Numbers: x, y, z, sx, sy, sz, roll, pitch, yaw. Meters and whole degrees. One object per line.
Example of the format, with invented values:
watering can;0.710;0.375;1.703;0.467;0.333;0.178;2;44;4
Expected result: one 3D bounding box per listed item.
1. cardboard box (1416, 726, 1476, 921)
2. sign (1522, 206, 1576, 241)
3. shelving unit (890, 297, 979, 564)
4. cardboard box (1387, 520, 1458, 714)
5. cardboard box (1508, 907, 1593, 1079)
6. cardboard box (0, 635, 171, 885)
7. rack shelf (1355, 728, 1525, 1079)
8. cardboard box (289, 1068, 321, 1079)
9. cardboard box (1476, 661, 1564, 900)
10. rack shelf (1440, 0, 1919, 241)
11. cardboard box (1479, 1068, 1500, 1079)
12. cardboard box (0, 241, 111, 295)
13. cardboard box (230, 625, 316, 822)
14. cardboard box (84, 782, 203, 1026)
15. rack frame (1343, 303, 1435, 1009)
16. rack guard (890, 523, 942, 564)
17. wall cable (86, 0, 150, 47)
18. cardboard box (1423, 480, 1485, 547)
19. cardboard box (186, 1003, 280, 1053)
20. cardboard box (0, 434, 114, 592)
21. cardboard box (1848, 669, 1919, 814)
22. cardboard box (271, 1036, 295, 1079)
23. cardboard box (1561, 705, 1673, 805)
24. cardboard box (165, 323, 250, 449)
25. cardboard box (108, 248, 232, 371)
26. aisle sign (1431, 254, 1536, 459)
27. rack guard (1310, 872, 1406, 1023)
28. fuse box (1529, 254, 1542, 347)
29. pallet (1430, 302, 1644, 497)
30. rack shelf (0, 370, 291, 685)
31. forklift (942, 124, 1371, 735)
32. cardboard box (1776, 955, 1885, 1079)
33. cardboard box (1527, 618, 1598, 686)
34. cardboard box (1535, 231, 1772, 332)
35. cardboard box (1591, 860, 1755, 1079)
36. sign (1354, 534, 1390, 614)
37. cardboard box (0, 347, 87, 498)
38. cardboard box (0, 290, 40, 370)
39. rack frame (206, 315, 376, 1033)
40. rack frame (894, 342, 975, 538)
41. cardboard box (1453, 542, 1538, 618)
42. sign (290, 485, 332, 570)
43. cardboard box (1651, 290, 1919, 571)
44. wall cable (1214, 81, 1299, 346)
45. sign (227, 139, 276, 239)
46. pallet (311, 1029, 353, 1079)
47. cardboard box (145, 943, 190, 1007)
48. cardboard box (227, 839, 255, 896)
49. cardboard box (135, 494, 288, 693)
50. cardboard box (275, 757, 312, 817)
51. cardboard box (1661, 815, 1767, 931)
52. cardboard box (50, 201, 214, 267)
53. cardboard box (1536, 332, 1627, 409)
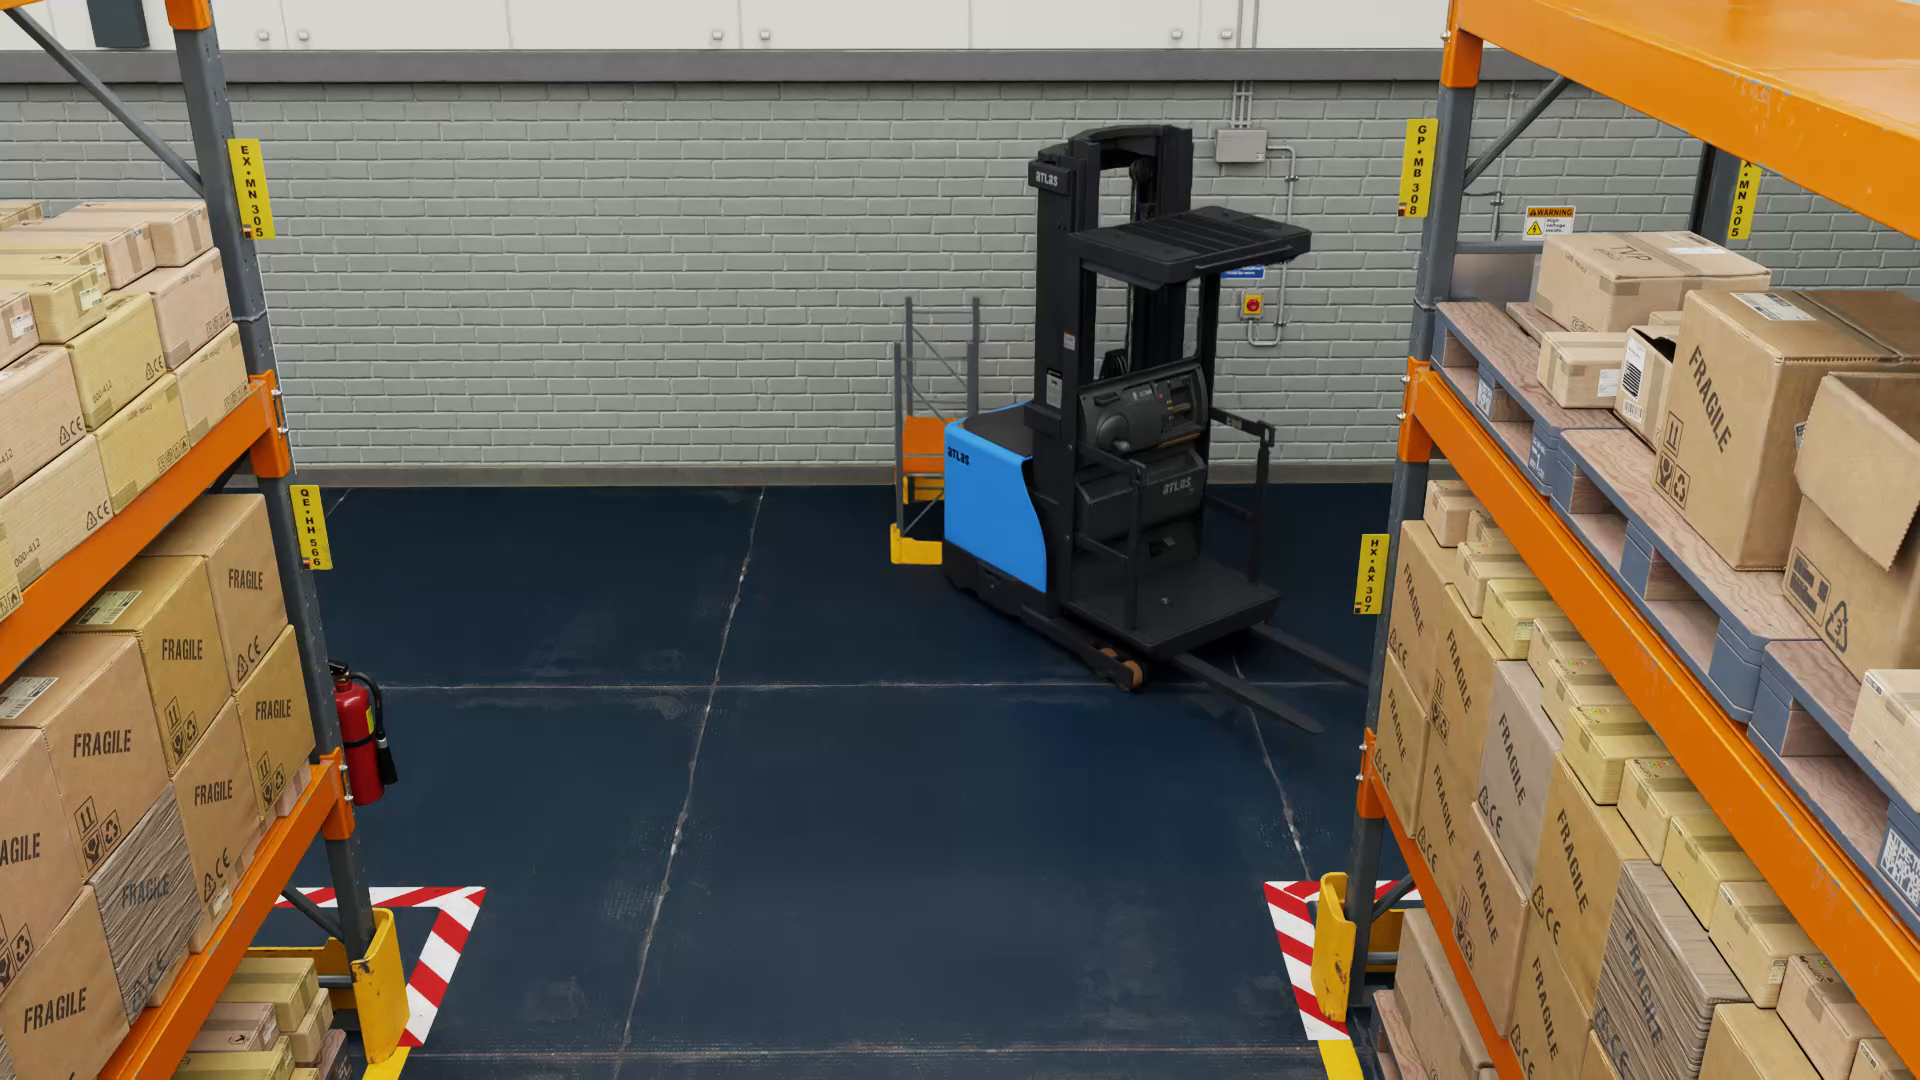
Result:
cardboard box;1.836;0.920;5.453;0.500;0.500;0.500;-1;24;-1
sign;4.044;-2.175;11.418;0.339;0.242;0.001;0;24;-1
shelving unit;-0.139;-0.748;11.084;0.587;1.500;1.083;1;24;2
cardboard box;1.805;0.257;5.708;0.500;0.500;0.500;-1;24;-2
cardboard box;1.846;1.336;4.534;0.500;0.500;0.500;1;24;1
cardboard box;-2.590;0.596;4.596;0.500;0.500;0.500;1;24;2
rack shelf;2.107;1.711;4.701;1.077;0.370;4.000;0;24;-1
cardboard box;-2.545;2.052;6.024;0.380;0.149;0.250;0;24;1
cardboard box;1.831;0.682;4.768;0.500;0.500;0.500;0;24;-1
rack shelf;2.107;-0.841;3.547;1.077;0.370;4.000;0;24;-1
cardboard box;2.210;2.183;5.382;0.875;0.438;0.875;0;24;1
cardboard box;-2.658;-0.742;4.702;0.380;0.149;0.250;-1;24;-2
cardboard box;-2.602;0.625;5.745;0.500;0.500;0.500;0;24;1
cardboard box;-2.586;1.047;4.814;0.500;0.500;0.500;0;24;0
rack frame;2.085;0.559;6.375;1.000;3.000;0.127;0;24;-1
rack guard;-0.159;0.026;10.888;0.587;0.250;0.087;1;24;2
wall cable;-4.440;-5.942;9.563;2.277;5.999;0.120;0;24;-1
cardboard box;1.812;-0.091;5.688;0.380;0.149;0.250;0;24;1
cardboard box;-2.659;1.780;5.903;0.380;0.149;0.250;0;24;0
cardboard box;-2.589;-0.075;4.318;0.500;0.250;0.500;1;24;2
cardboard box;1.799;0.347;2.877;0.380;0.149;0.250;0;24;1
cardboard box;-2.624;1.919;5.956;0.380;0.149;0.250;-1;24;-2
cardboard box;1.787;0.549;4.275;0.380;0.149;0.250;-1;24;-2
cardboard box;-2.594;-0.490;5.235;0.500;0.250;0.500;-1;24;-2
cardboard box;-2.604;-0.715;5.126;0.500;0.250;0.500;-1;24;-2
aisle sign;1.794;-0.654;5.902;0.394;0.787;0.004;0;24;-1
rack guard;2.085;1.688;6.912;1.175;0.500;0.348;0;24;-1
fuse box;4.102;-1.127;11.665;0.539;1.711;0.414;0;24;-1
pallet;2.103;-0.462;5.099;1.003;0.211;1.213;0;24;-1
rack shelf;-2.842;0.408;3.941;1.077;0.370;4.000;0;24;-1
forklift;1.178;-0.718;9.281;1.130;2.935;3.031;-17;30;-34
cardboard box;1.899;0.969;3.347;0.380;0.149;0.250;0;24;-1
cardboard box;1.851;0.341;4.734;0.380;0.149;0.250;0;24;0
cardboard box;2.180;-0.792;5.271;0.500;0.250;0.500;-2;24;-5
cardboard box;1.835;1.094;3.857;0.500;0.500;0.500;0;24;0
sign;1.530;0.128;6.180;0.100;0.325;0.005;0;24;-1
cardboard box;-2.595;-0.293;4.194;0.500;0.250;0.500;0;24;0
cardboard box;-2.604;-0.529;4.231;0.380;0.149;0.250;-1;24;-2
rack frame;-2.864;0.623;6.234;1.000;3.000;0.127;0;24;-1
rack frame;-0.160;-0.535;10.613;0.500;1.500;0.032;1;24;2
cardboard box;1.774;0.125;5.212;0.380;0.149;0.250;0;24;1
sign;-2.309;-0.043;5.917;0.100;0.325;0.005;0;24;-1
cardboard box;1.957;-0.259;3.791;0.500;0.500;0.500;0;24;0
wall cable;2.000;-2.242;11.296;0.585;1.953;0.123;0;24;-1
sign;-2.309;-1.142;5.420;0.100;0.325;0.005;0;24;-1
pallet;-2.890;2.259;5.998;1.003;0.211;1.213;0;24;-1
cardboard box;-2.595;1.290;5.063;0.380;0.149;0.250;-1;24;-3
cardboard box;-2.595;1.076;5.536;0.380;0.149;0.250;0;24;-1
cardboard box;-2.610;0.173;5.531;0.500;0.500;0.500;-1;24;-2
cardboard box;-2.578;0.870;5.991;0.380;0.149;0.250;0;24;0
cardboard box;1.856;0.758;3.813;0.380;0.149;0.250;-1;24;-2
cardboard box;-2.566;-0.950;5.161;0.380;0.149;0.250;0;24;-1
cardboard box;1.867;-0.481;4.708;0.380;0.149;0.250;1;24;1
